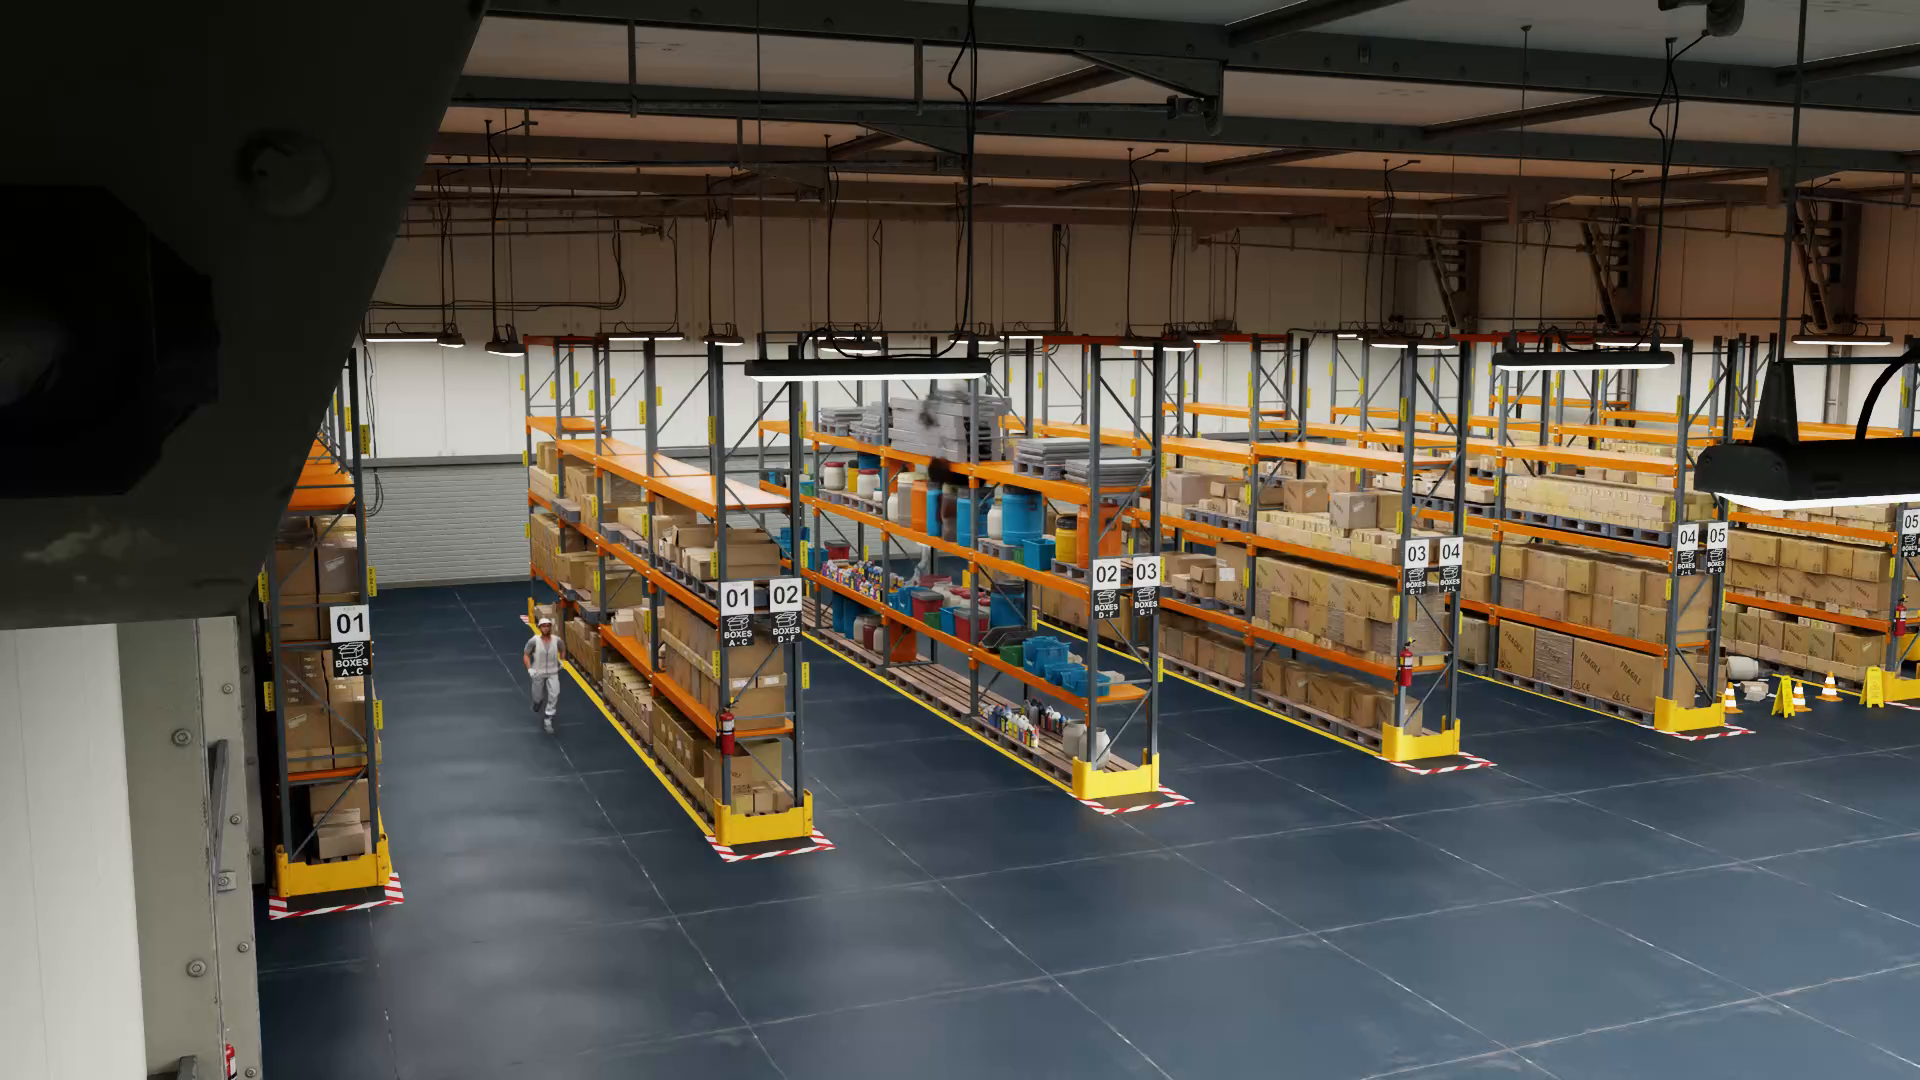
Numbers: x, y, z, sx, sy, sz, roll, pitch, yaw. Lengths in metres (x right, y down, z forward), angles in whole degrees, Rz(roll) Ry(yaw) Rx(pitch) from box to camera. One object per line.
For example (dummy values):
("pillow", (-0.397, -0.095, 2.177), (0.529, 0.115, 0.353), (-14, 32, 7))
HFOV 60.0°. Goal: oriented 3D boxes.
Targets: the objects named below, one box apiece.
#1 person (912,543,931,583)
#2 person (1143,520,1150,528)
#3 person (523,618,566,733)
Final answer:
("person", (-0.801, 0.192, 39.625), (0.716, 1.841, 0.707), (-2, 8, -14))
("person", (4.256, 0.373, 38.380), (0.659, 1.765, 0.854), (-3, 8, -23))
("person", (-6.423, 2.066, 25.793), (0.656, 1.738, 0.819), (-3, 8, -20))
